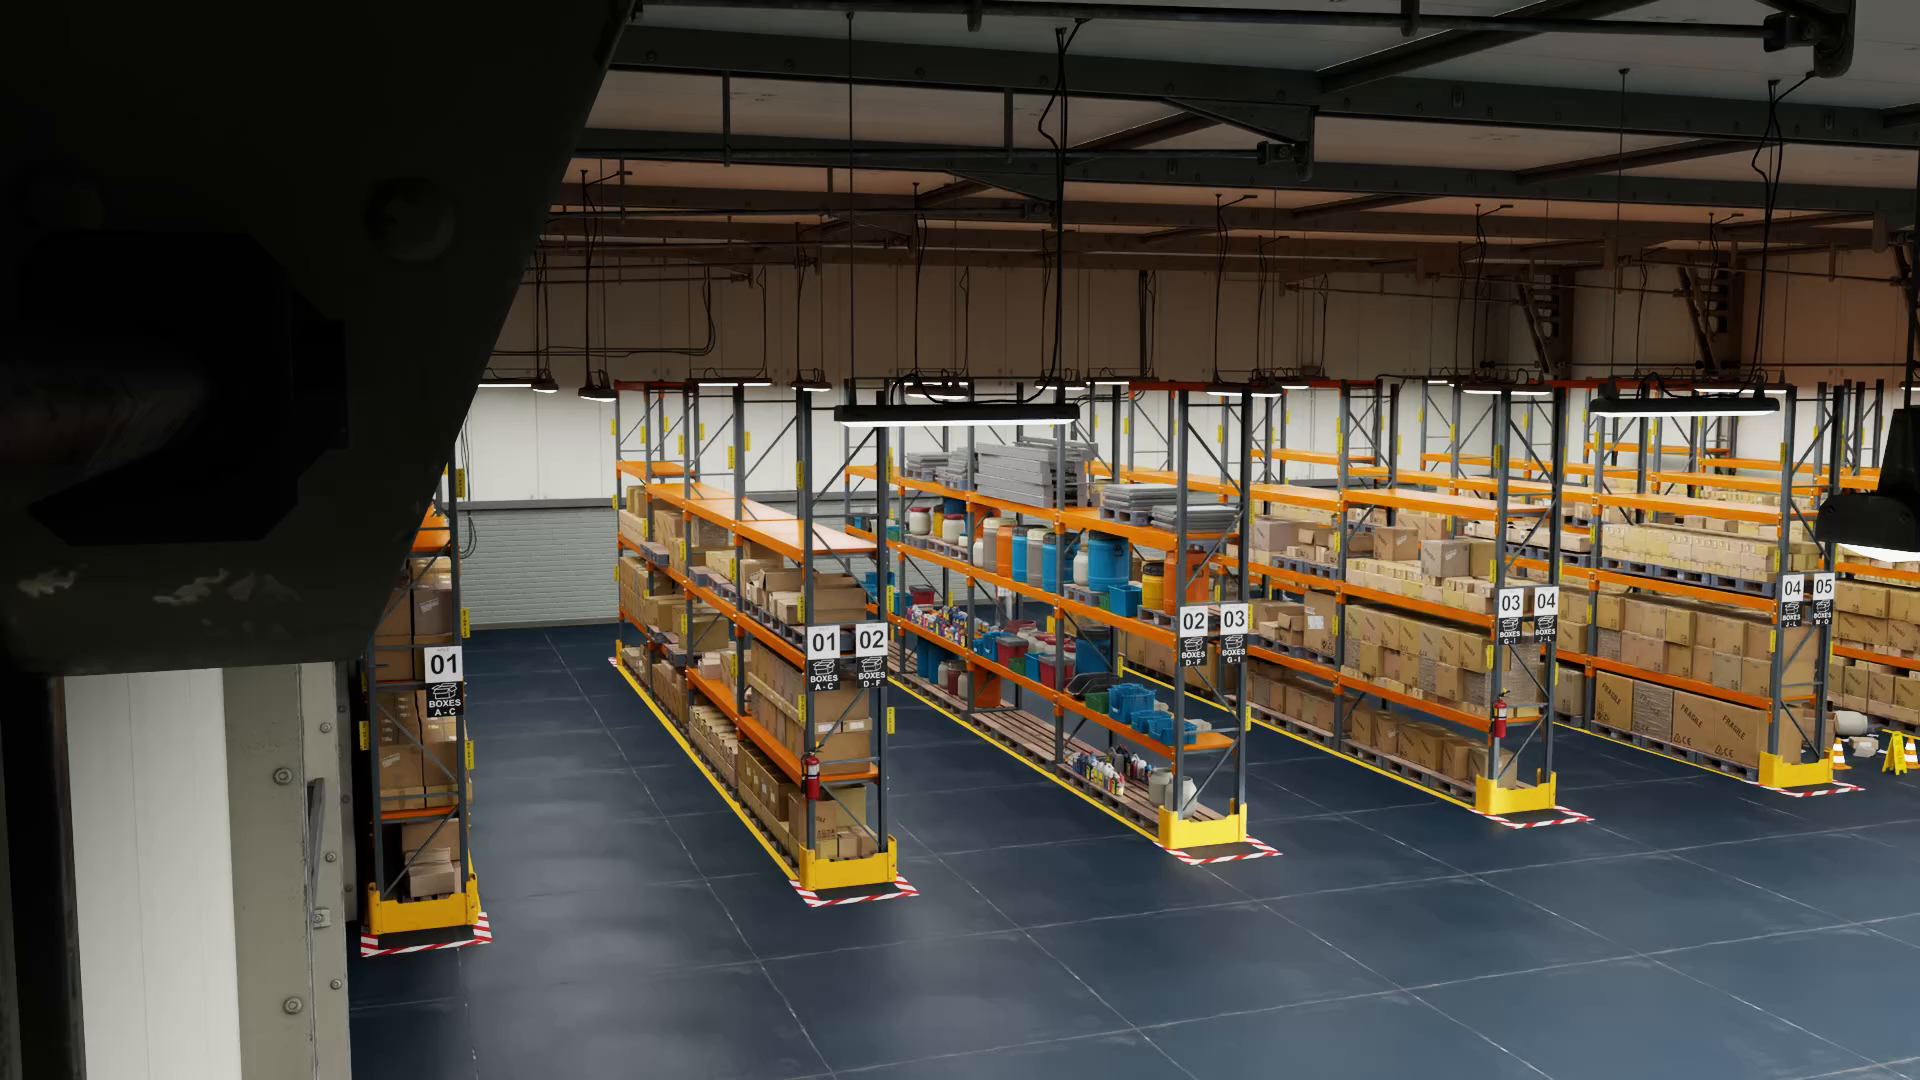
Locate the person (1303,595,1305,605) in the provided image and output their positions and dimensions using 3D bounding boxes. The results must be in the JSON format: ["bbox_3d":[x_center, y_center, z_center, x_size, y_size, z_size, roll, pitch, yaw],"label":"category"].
[{"bbox_3d":[8.819,1.120,41.587,0.962,1.620,0.481,-2,6,-16],"label":"person"}]

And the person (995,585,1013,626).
[{"bbox_3d":[1.061,1.314,39.586,0.500,1.624,1.056,-1,6,-9],"label":"person"}]

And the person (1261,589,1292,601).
[{"bbox_3d":[8.491,0.743,44.598,0.924,1.765,0.593,4,7,32],"label":"person"}]
